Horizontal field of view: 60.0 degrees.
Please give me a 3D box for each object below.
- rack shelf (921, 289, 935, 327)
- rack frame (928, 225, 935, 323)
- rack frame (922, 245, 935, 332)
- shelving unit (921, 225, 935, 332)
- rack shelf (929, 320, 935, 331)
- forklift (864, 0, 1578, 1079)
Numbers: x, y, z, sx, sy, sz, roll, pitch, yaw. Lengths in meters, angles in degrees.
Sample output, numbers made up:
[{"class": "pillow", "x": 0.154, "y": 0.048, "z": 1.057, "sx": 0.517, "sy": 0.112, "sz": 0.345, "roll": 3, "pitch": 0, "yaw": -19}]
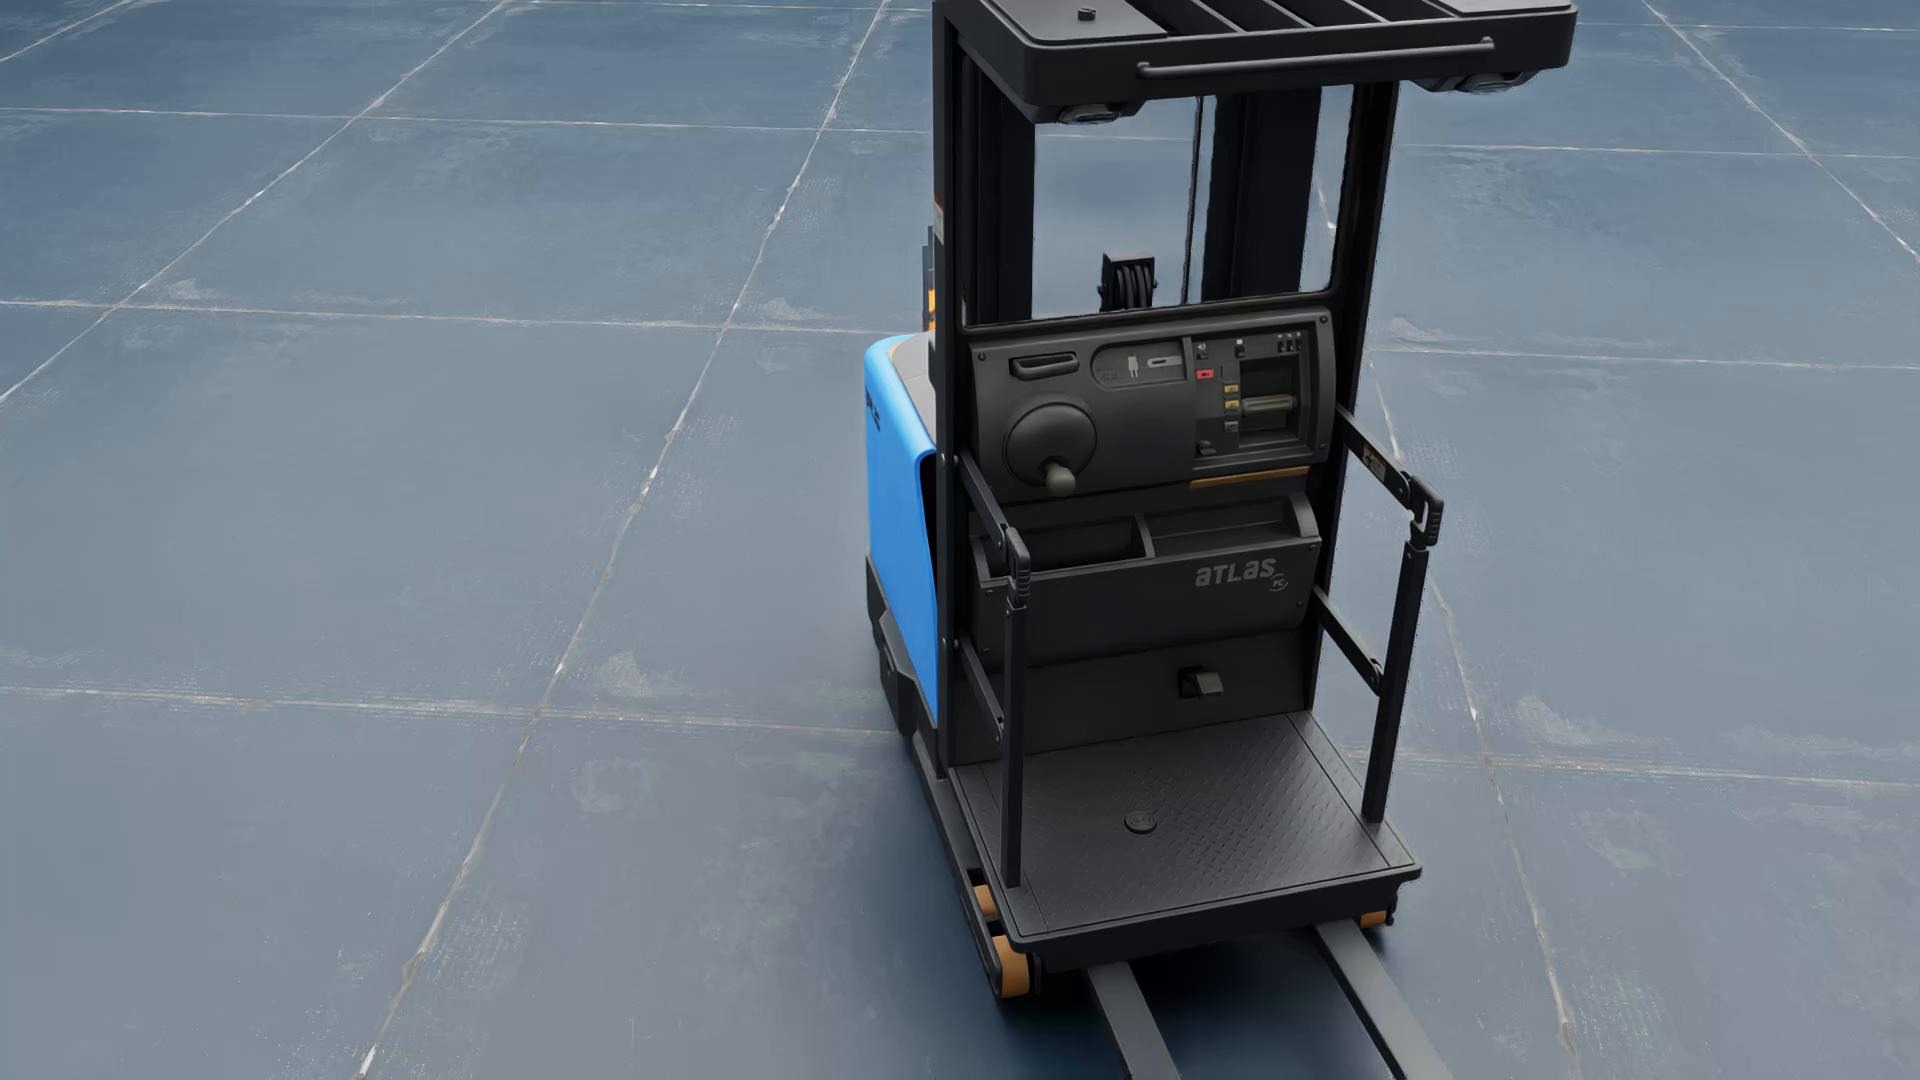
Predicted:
[{"class": "rack shelf", "x": 0.001, "y": -0.787, "z": 5.782, "sx": 0.258, "sy": 0.103, "sz": 0.180, "roll": 2, "pitch": 32, "yaw": 4}, {"class": "rack frame", "x": 0.009, "y": -0.566, "z": 6.025, "sx": 0.240, "sy": 1.200, "sz": 0.006, "roll": 2, "pitch": 32, "yaw": 4}, {"class": "rack frame", "x": -0.006, "y": -0.471, "z": 5.870, "sx": 0.240, "sy": 1.200, "sz": 0.006, "roll": 2, "pitch": 32, "yaw": 4}, {"class": "shelving unit", "x": 0.001, "y": -0.518, "z": 5.947, "sx": 0.258, "sy": 1.200, "sz": 0.189, "roll": 2, "pitch": 32, "yaw": 4}, {"class": "rack shelf", "x": 0.001, "y": -0.685, "z": 5.845, "sx": 0.258, "sy": 0.103, "sz": 0.180, "roll": 2, "pitch": 32, "yaw": 4}, {"class": "forklift", "x": 0.540, "y": -0.284, "z": 3.917, "sx": 1.130, "sy": 2.935, "sz": 3.031, "roll": -8, "pitch": 32, "yaw": -12}]
